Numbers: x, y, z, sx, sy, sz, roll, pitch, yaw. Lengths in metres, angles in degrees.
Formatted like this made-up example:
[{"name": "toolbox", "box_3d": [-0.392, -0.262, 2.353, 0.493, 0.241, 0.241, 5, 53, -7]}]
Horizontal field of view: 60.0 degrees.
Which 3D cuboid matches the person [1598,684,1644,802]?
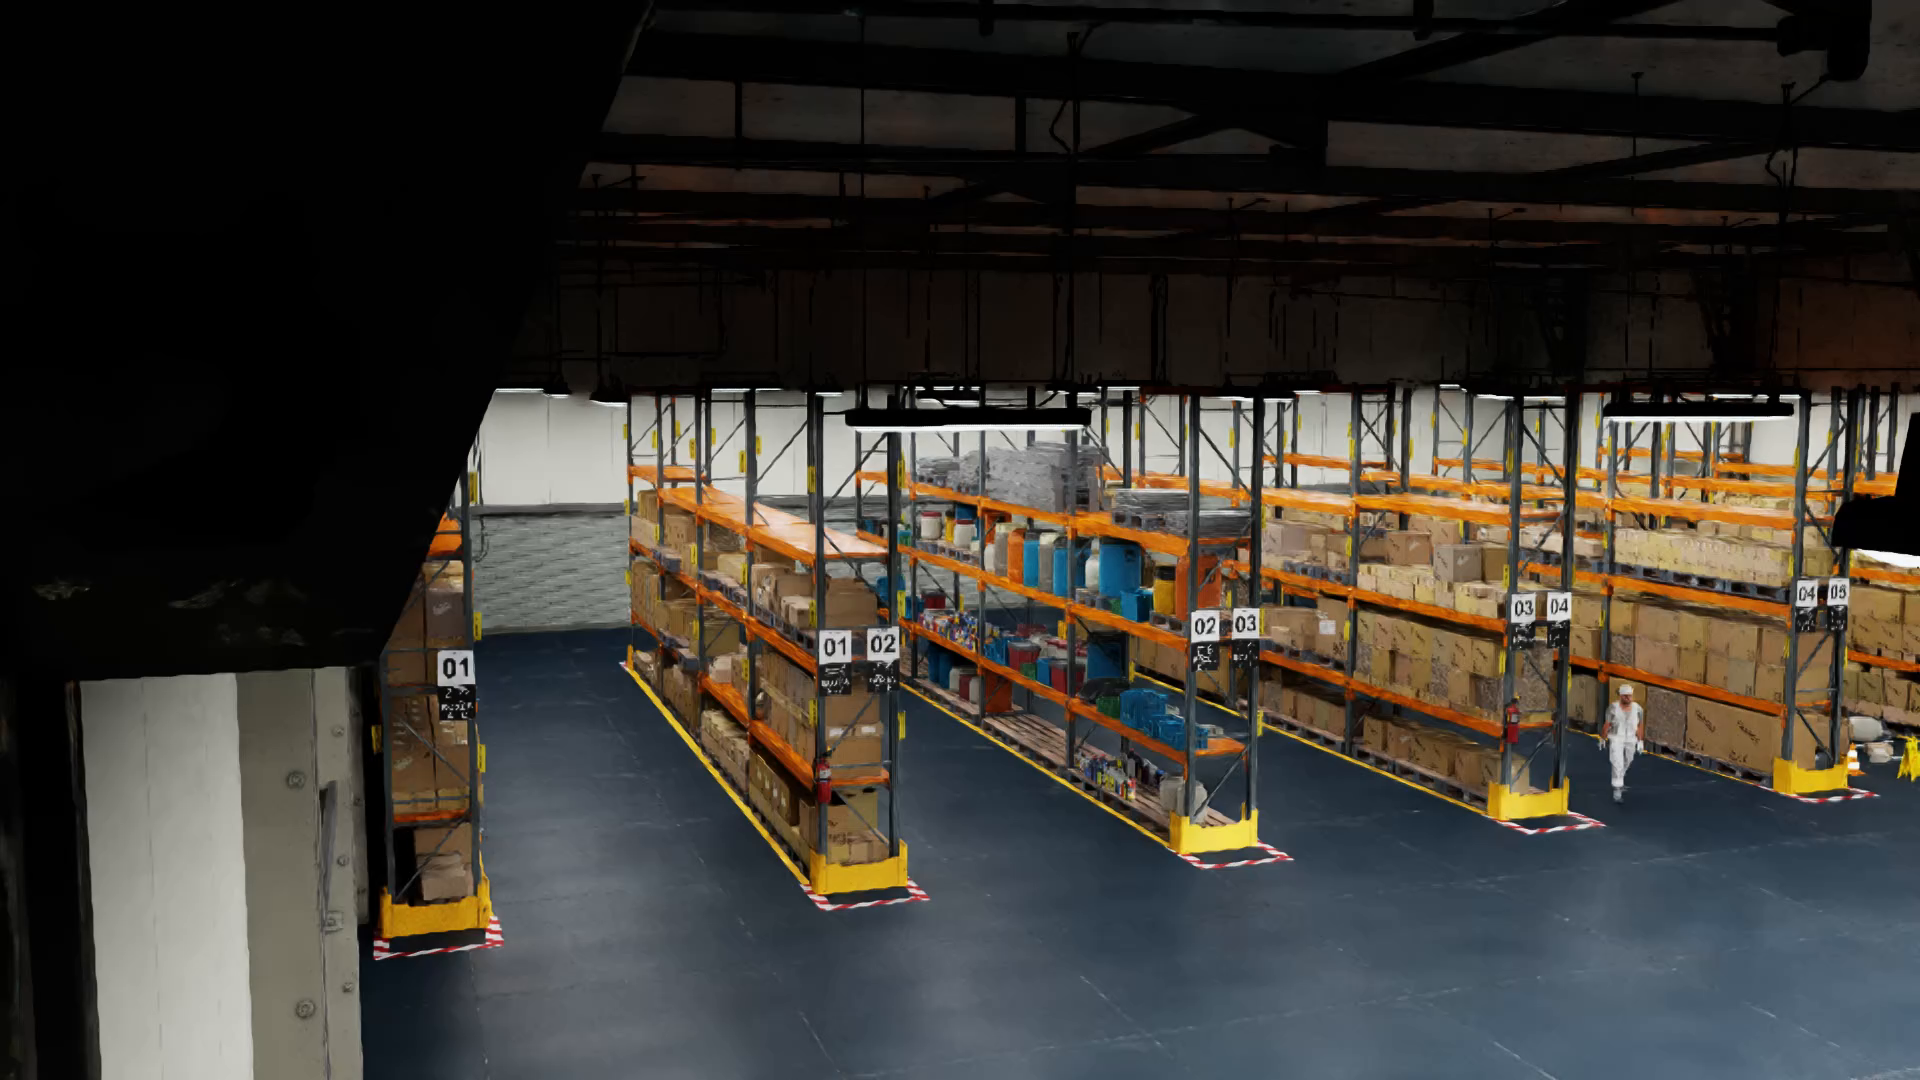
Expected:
[{"name": "person", "box_3d": [9.738, 2.955, 24.455, 0.596, 1.734, 0.987, 0, 6, 1]}]
